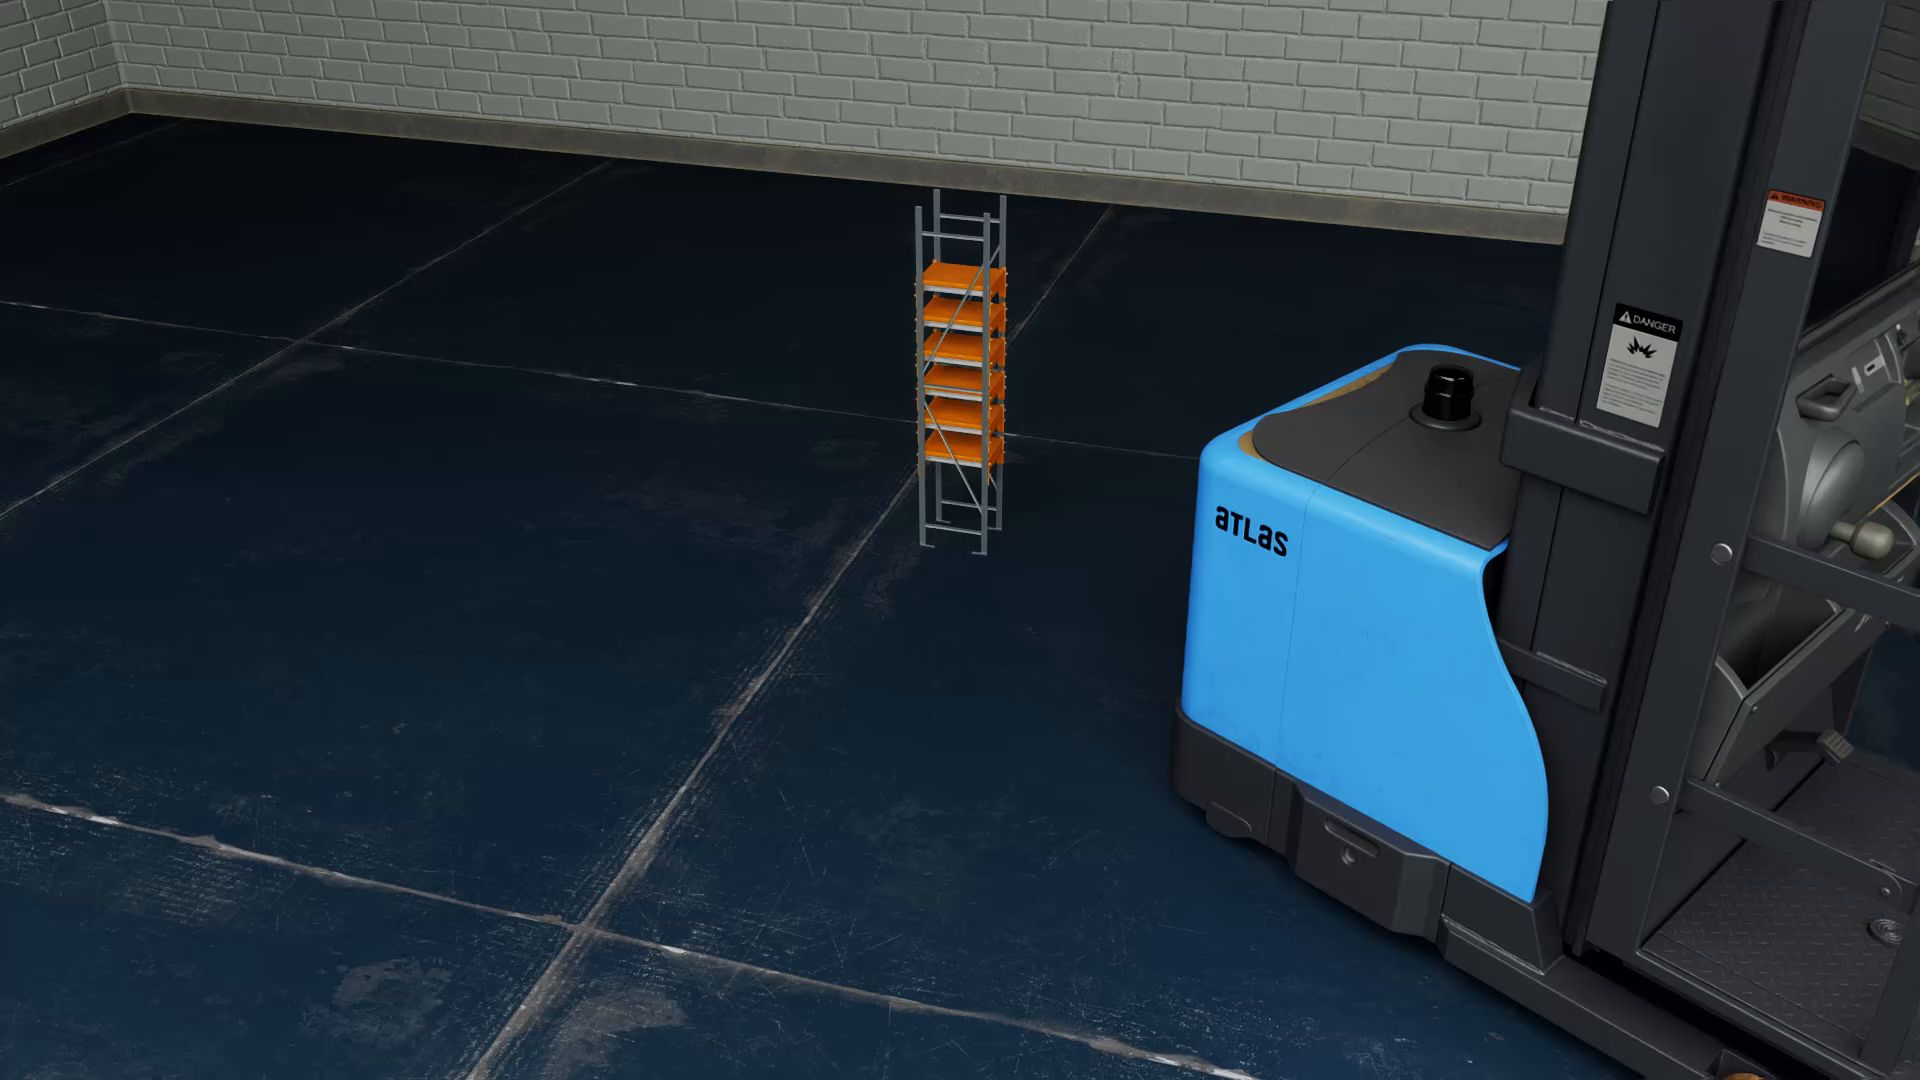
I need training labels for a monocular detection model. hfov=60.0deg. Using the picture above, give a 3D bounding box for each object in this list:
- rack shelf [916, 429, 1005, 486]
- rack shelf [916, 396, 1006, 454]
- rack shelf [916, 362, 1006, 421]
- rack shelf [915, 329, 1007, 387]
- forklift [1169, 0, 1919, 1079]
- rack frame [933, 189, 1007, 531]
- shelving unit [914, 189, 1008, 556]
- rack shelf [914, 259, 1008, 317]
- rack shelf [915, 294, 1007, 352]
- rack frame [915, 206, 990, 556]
[{"bbox_3d":[0.004,-0.282,5.609,0.258,0.103,0.180,8,30,15],"label":"rack shelf"},{"bbox_3d":[0.004,-0.387,5.550,0.258,0.103,0.180,8,30,15],"label":"rack shelf"},{"bbox_3d":[0.004,-0.492,5.492,0.258,0.103,0.180,8,30,15],"label":"rack shelf"},{"bbox_3d":[0.004,-0.597,5.434,0.258,0.103,0.180,8,30,15],"label":"rack shelf"},{"bbox_3d":[1.939,-0.218,3.127,1.130,2.935,3.031,-25,38,-37],"label":"forklift"},{"bbox_3d":[0.031,-0.574,5.547,0.240,1.200,0.006,8,30,15],"label":"rack frame"},{"bbox_3d":[0.004,-0.531,5.470,0.258,1.200,0.189,8,30,15],"label":"shelving unit"},{"bbox_3d":[0.004,-0.807,5.317,0.258,0.103,0.180,8,30,15],"label":"rack shelf"},{"bbox_3d":[0.004,-0.702,5.375,0.258,0.103,0.180,8,30,15],"label":"rack shelf"},{"bbox_3d":[-0.023,-0.489,5.394,0.240,1.200,0.006,8,30,15],"label":"rack frame"}]
